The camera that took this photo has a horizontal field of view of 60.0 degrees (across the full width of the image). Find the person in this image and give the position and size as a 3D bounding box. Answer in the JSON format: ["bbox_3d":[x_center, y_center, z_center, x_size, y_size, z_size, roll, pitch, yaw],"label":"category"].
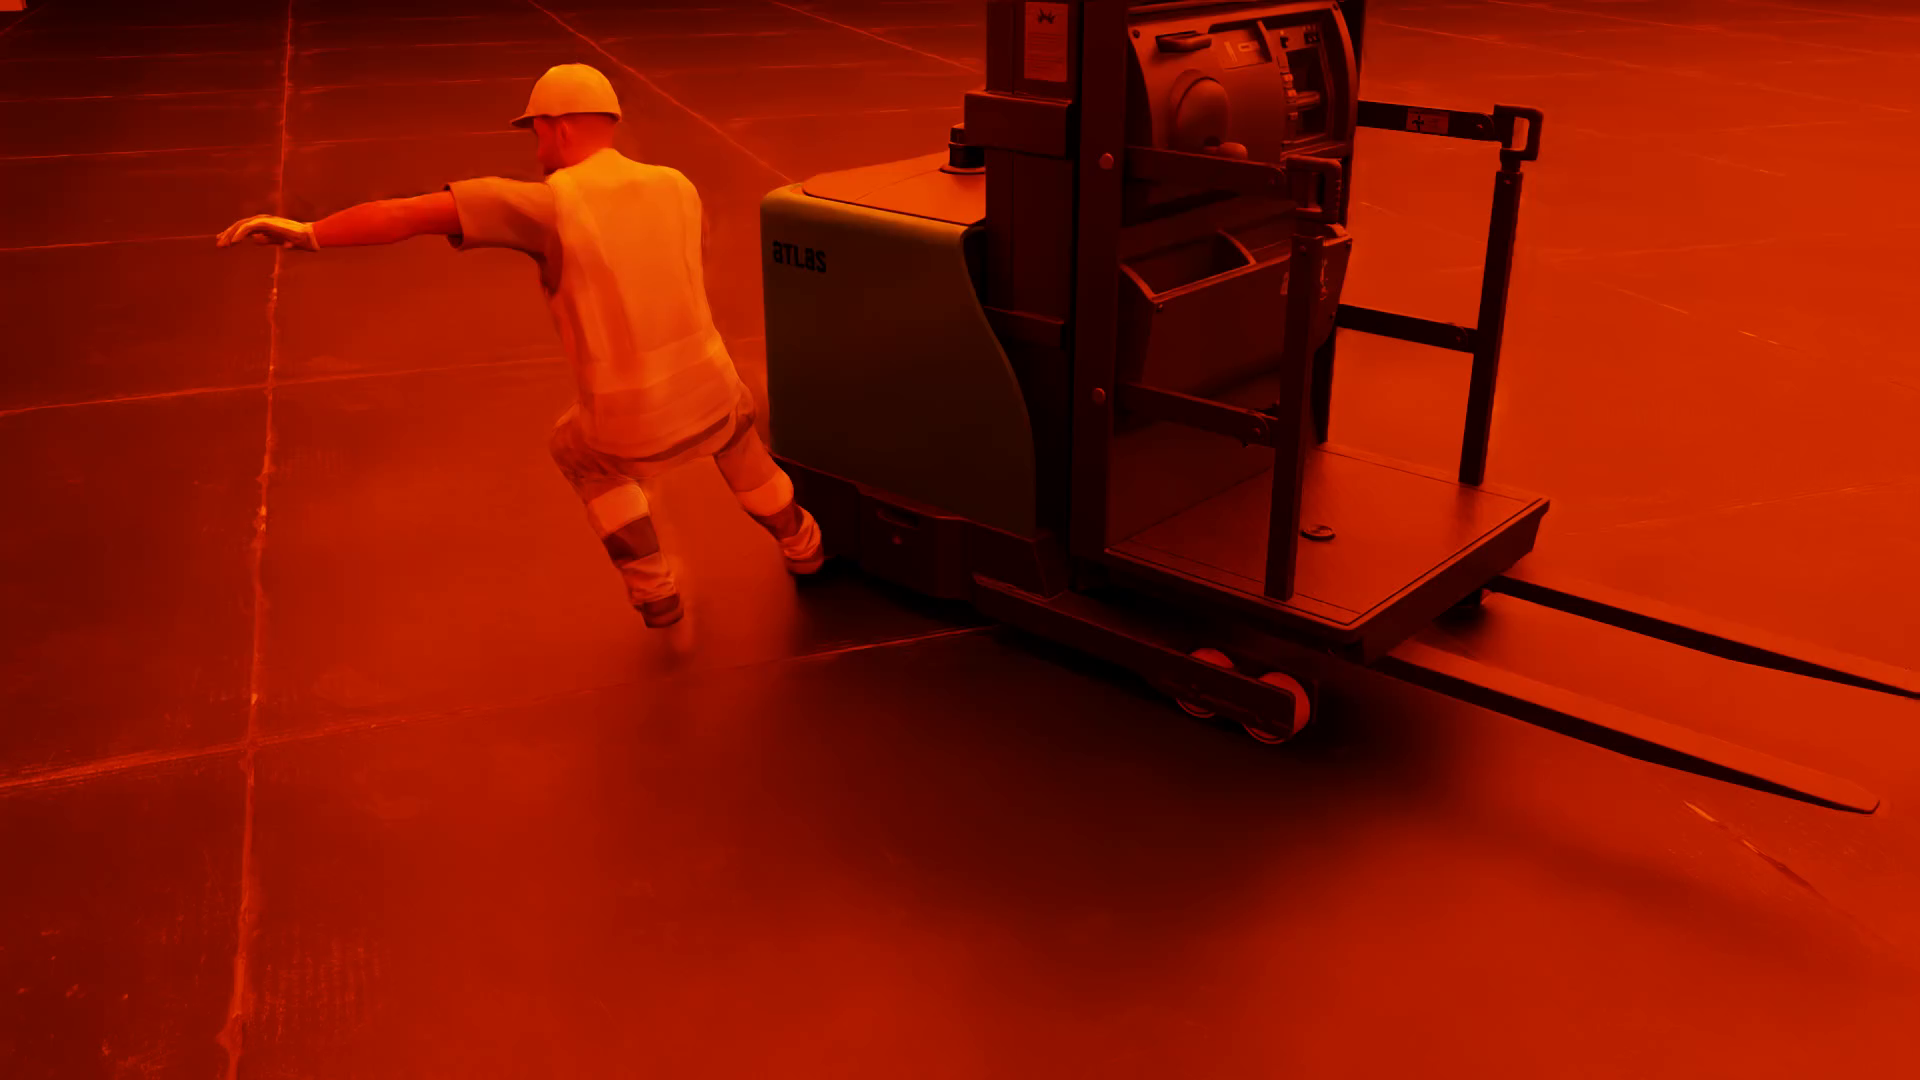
[{"bbox_3d":[-0.925,-0.428,4.168,1.613,1.479,0.804,-20,30,-39],"label":"person"}]

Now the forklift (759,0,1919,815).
[{"bbox_3d":[0.862,-1.099,3.912,3.031,2.935,1.130,19,29,38],"label":"forklift"}]
